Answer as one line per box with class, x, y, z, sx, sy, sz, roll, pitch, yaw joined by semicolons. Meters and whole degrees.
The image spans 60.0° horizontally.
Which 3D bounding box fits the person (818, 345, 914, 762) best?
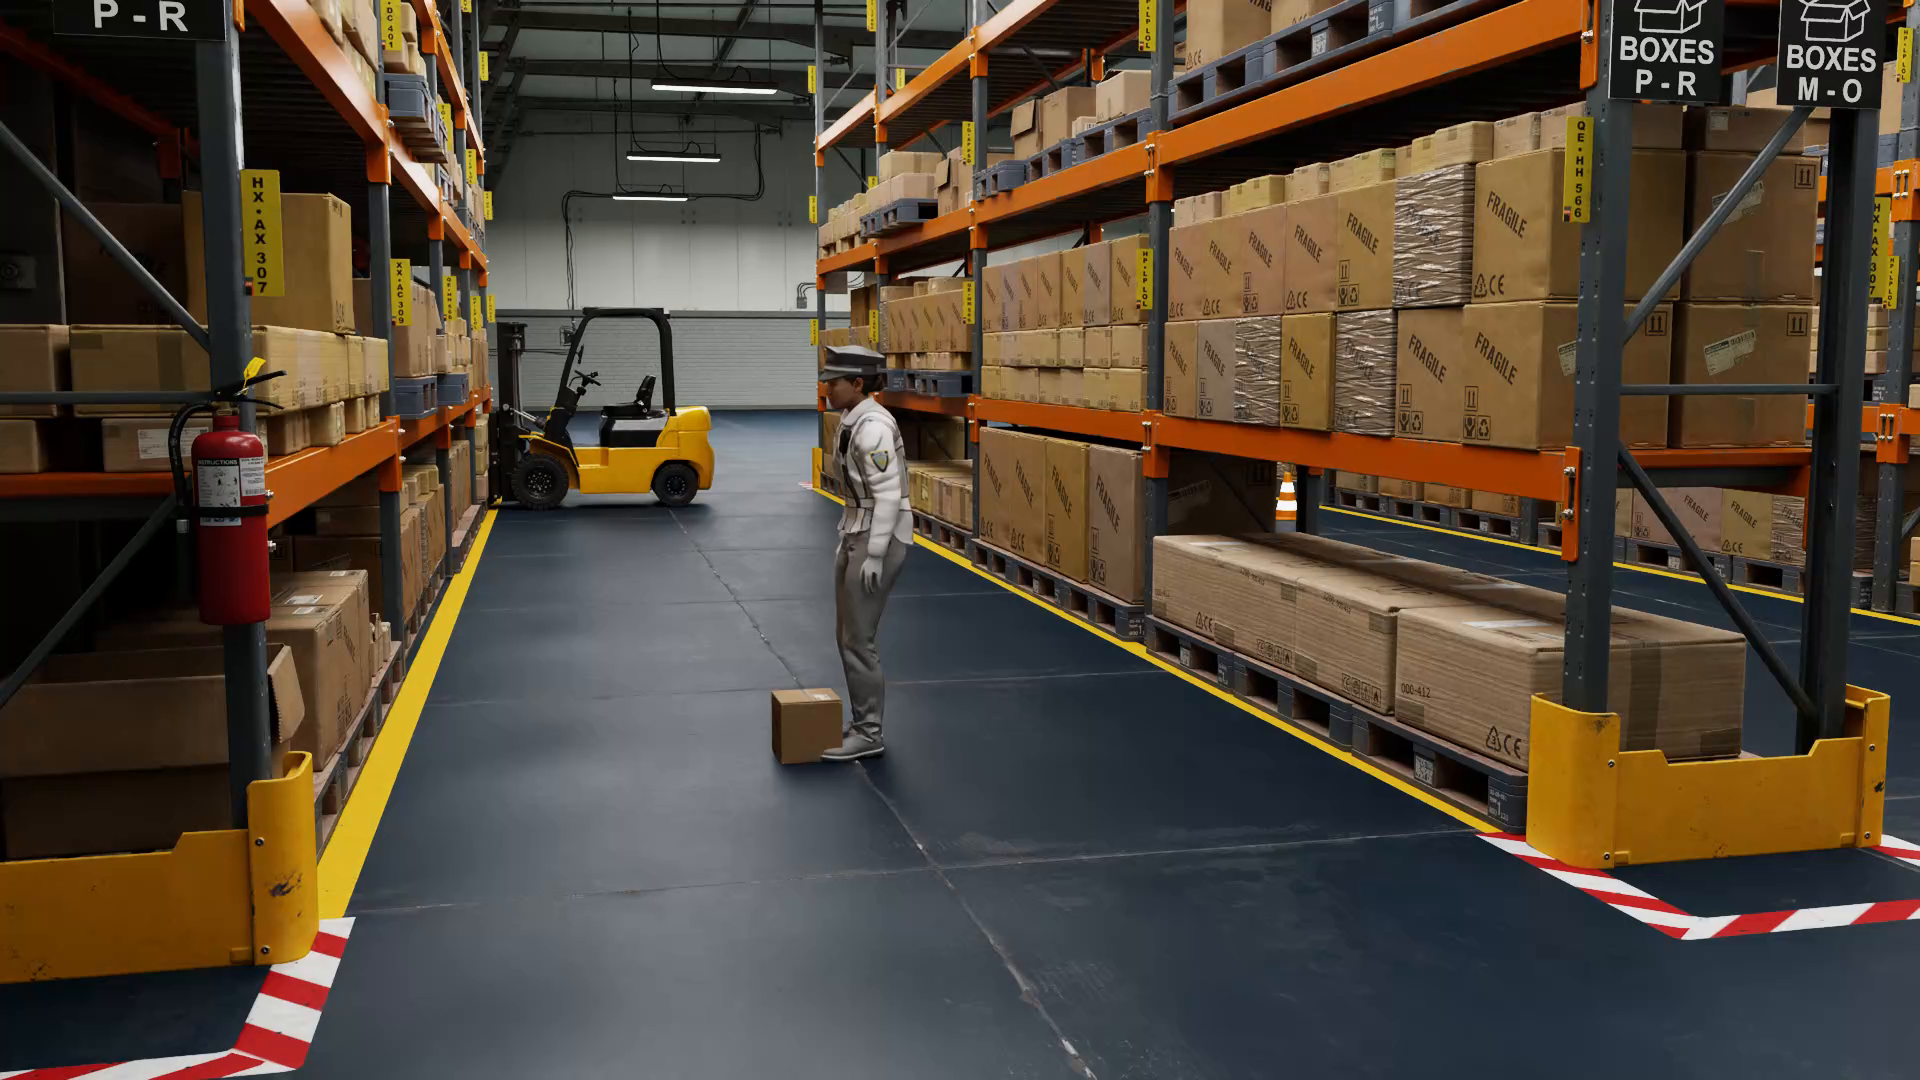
person;-0.407;0.047;6.739;0.415;1.662;0.541;-2;7;-17
